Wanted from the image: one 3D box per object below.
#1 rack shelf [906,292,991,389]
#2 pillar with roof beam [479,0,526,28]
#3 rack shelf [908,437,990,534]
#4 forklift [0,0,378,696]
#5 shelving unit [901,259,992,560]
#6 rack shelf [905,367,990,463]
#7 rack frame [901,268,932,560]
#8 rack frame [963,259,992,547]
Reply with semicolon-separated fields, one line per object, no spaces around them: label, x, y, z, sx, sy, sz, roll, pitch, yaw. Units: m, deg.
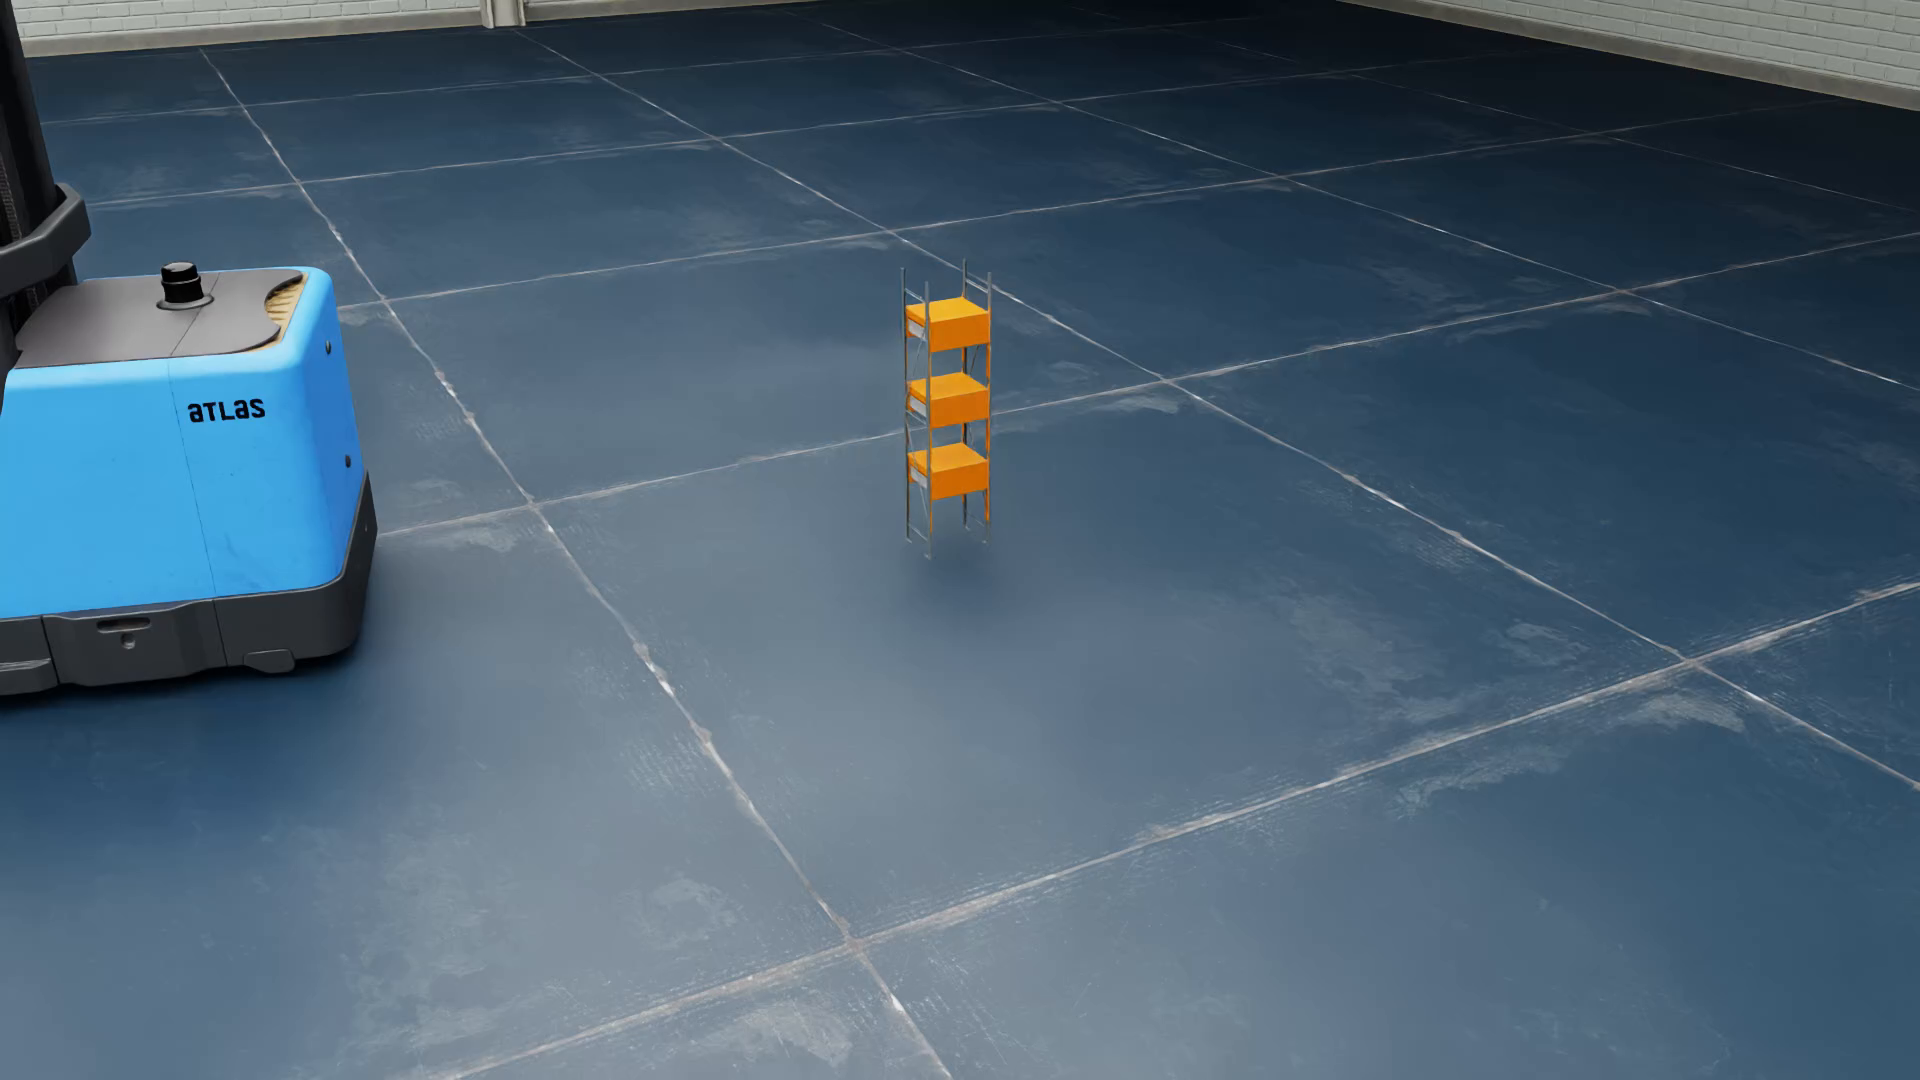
rack shelf;-0.047;-0.709;5.882;0.240;0.259;0.215;-13;29;-25
pillar with roof beam;-2.802;-7.865;12.235;0.400;9.000;9.100;-13;29;-25
rack shelf;-0.047;-0.202;6.125;0.240;0.259;0.215;-13;29;-25
forklift;-3.537;-0.966;4.876;3.031;2.935;1.130;-6;26;-12
shelving unit;-0.047;-0.462;6.000;0.252;1.050;0.215;-13;29;-25
rack shelf;-0.047;-0.453;6.005;0.240;0.259;0.215;-13;29;-25
rack frame;-0.155;-0.438;5.948;0.008;1.050;0.200;-13;29;-25
rack frame;0.060;-0.487;6.052;0.008;1.050;0.200;-13;29;-25
